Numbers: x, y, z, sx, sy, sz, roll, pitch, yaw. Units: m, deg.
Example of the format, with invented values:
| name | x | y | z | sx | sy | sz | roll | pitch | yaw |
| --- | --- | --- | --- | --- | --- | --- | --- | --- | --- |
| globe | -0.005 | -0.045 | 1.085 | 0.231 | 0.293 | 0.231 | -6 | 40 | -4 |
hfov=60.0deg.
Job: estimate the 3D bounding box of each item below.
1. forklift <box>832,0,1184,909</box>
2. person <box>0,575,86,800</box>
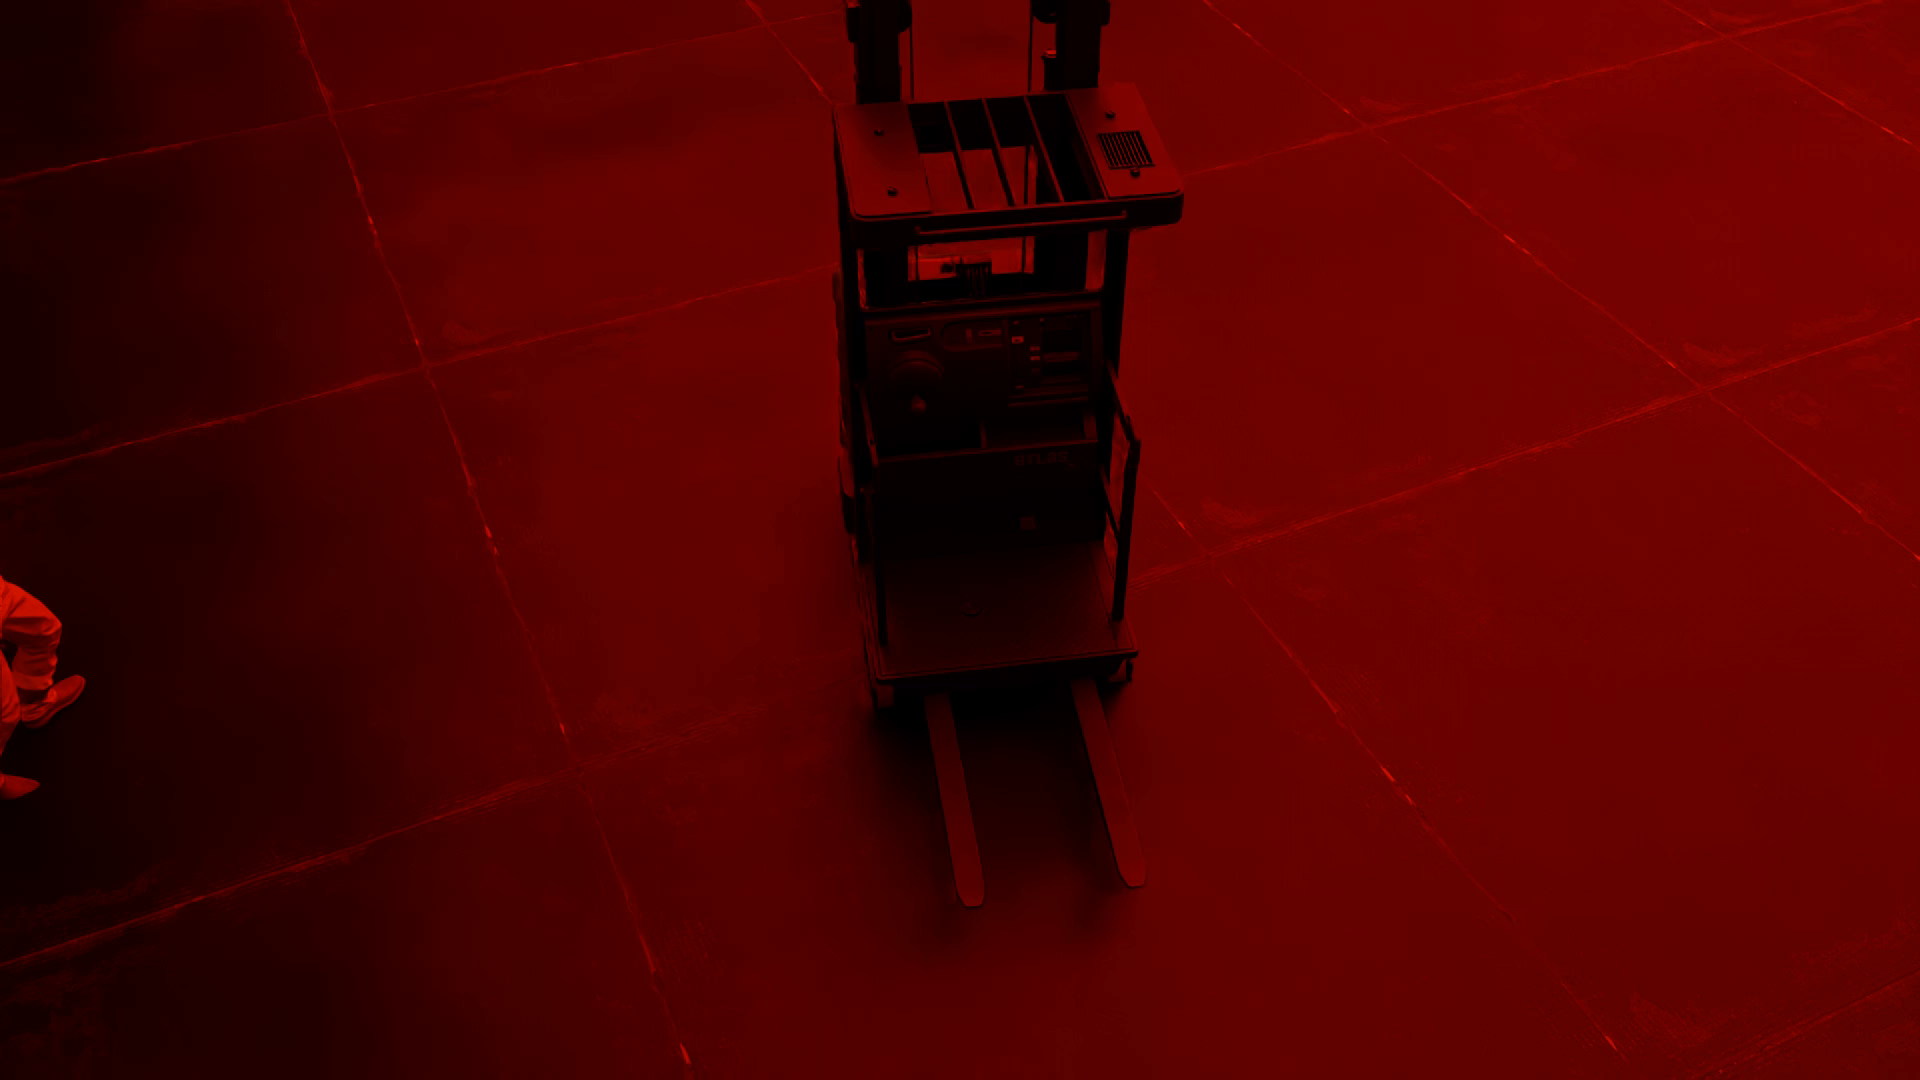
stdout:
| name | x | y | z | sx | sy | sz | roll | pitch | yaw |
| --- | --- | --- | --- | --- | --- | --- | --- | --- | --- |
| forklift | 0.130 | -0.621 | 6.346 | 1.130 | 2.935 | 3.031 | -6 | 43 | -6 |
| person | -3.804 | 0.306 | 6.271 | 0.484 | 1.756 | 0.890 | -5 | 43 | -6 |
